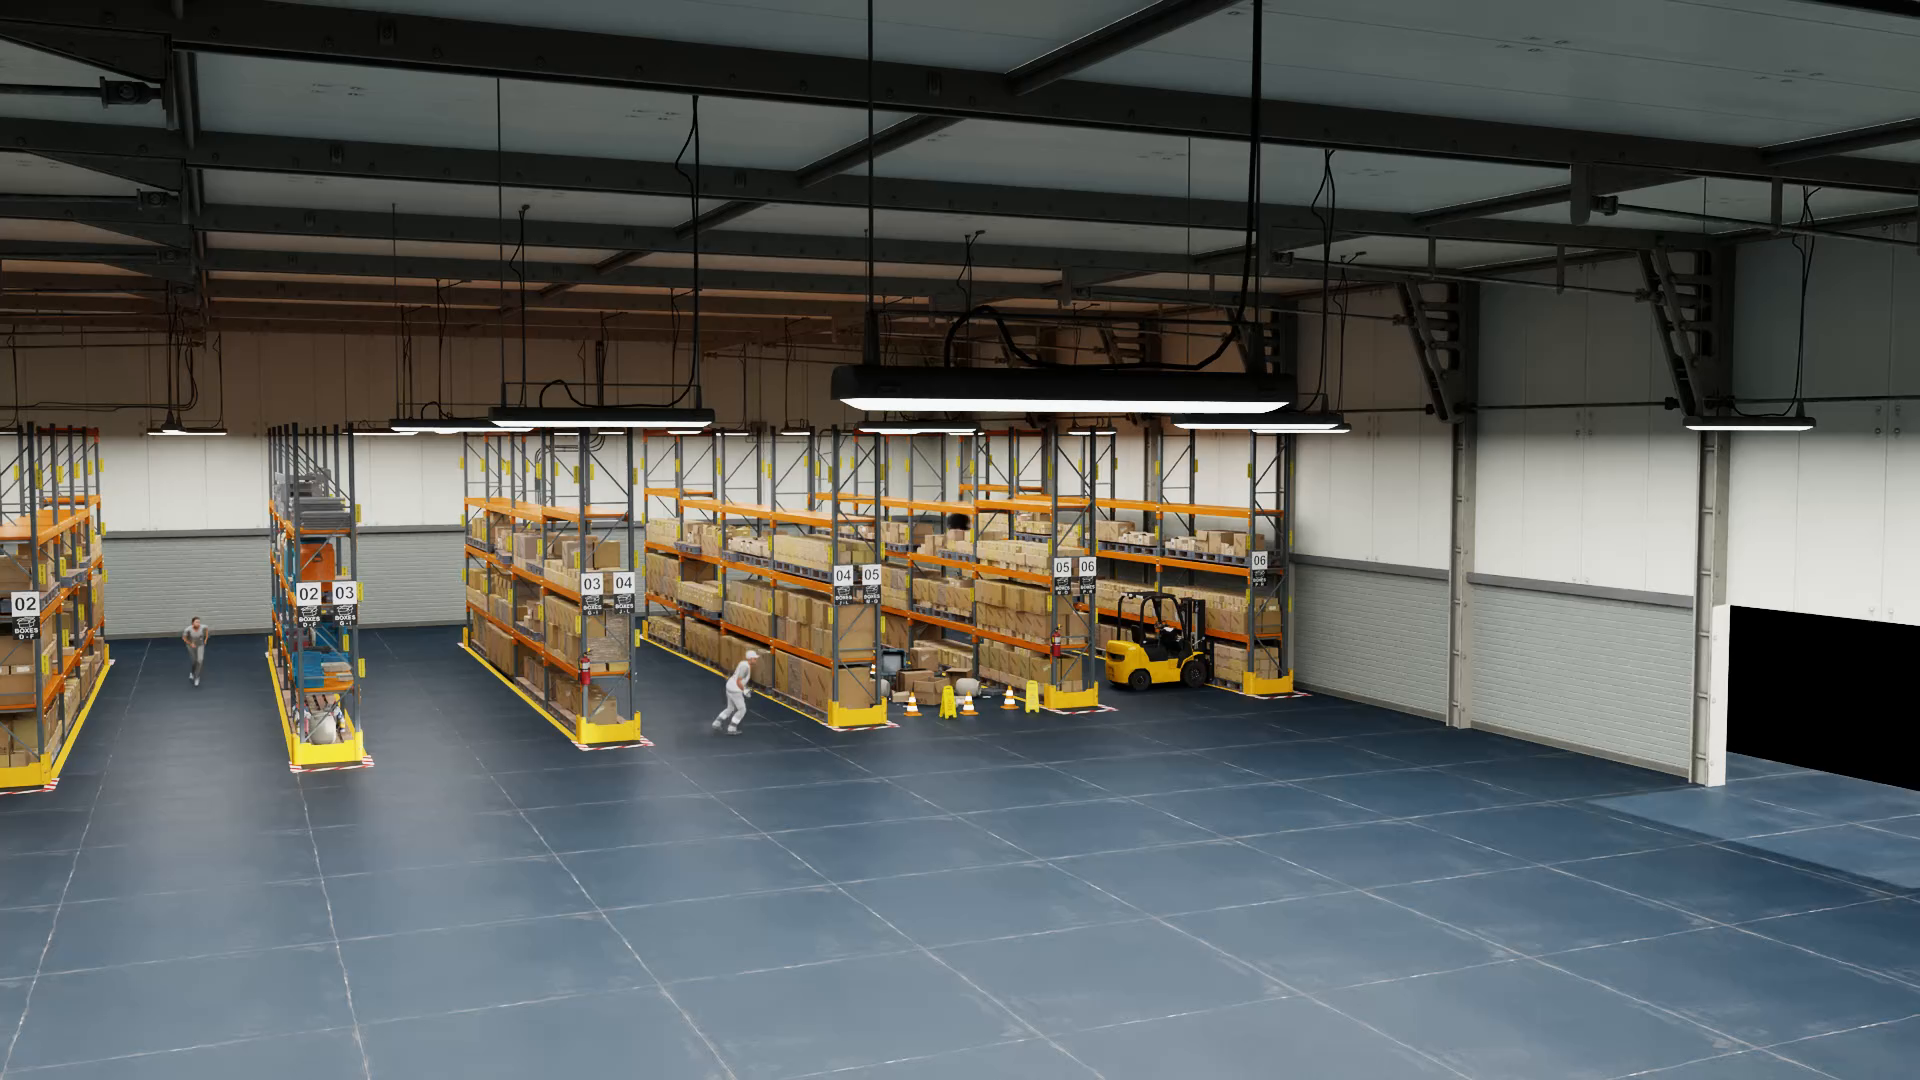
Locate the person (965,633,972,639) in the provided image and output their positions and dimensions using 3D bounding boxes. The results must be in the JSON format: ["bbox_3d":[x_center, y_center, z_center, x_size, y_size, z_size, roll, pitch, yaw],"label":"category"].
[{"bbox_3d":[0.319,1.984,47.397,0.588,1.703,0.697,3,4,37],"label":"person"}]

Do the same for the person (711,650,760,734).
[{"bbox_3d":[-4.339,2.944,32.142,0.913,1.635,0.670,-1,4,-14],"label":"person"}]

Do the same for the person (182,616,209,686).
[{"bbox_3d":[-17.896,2.567,38.899,0.594,1.622,1.009,-2,4,-35],"label":"person"}]
